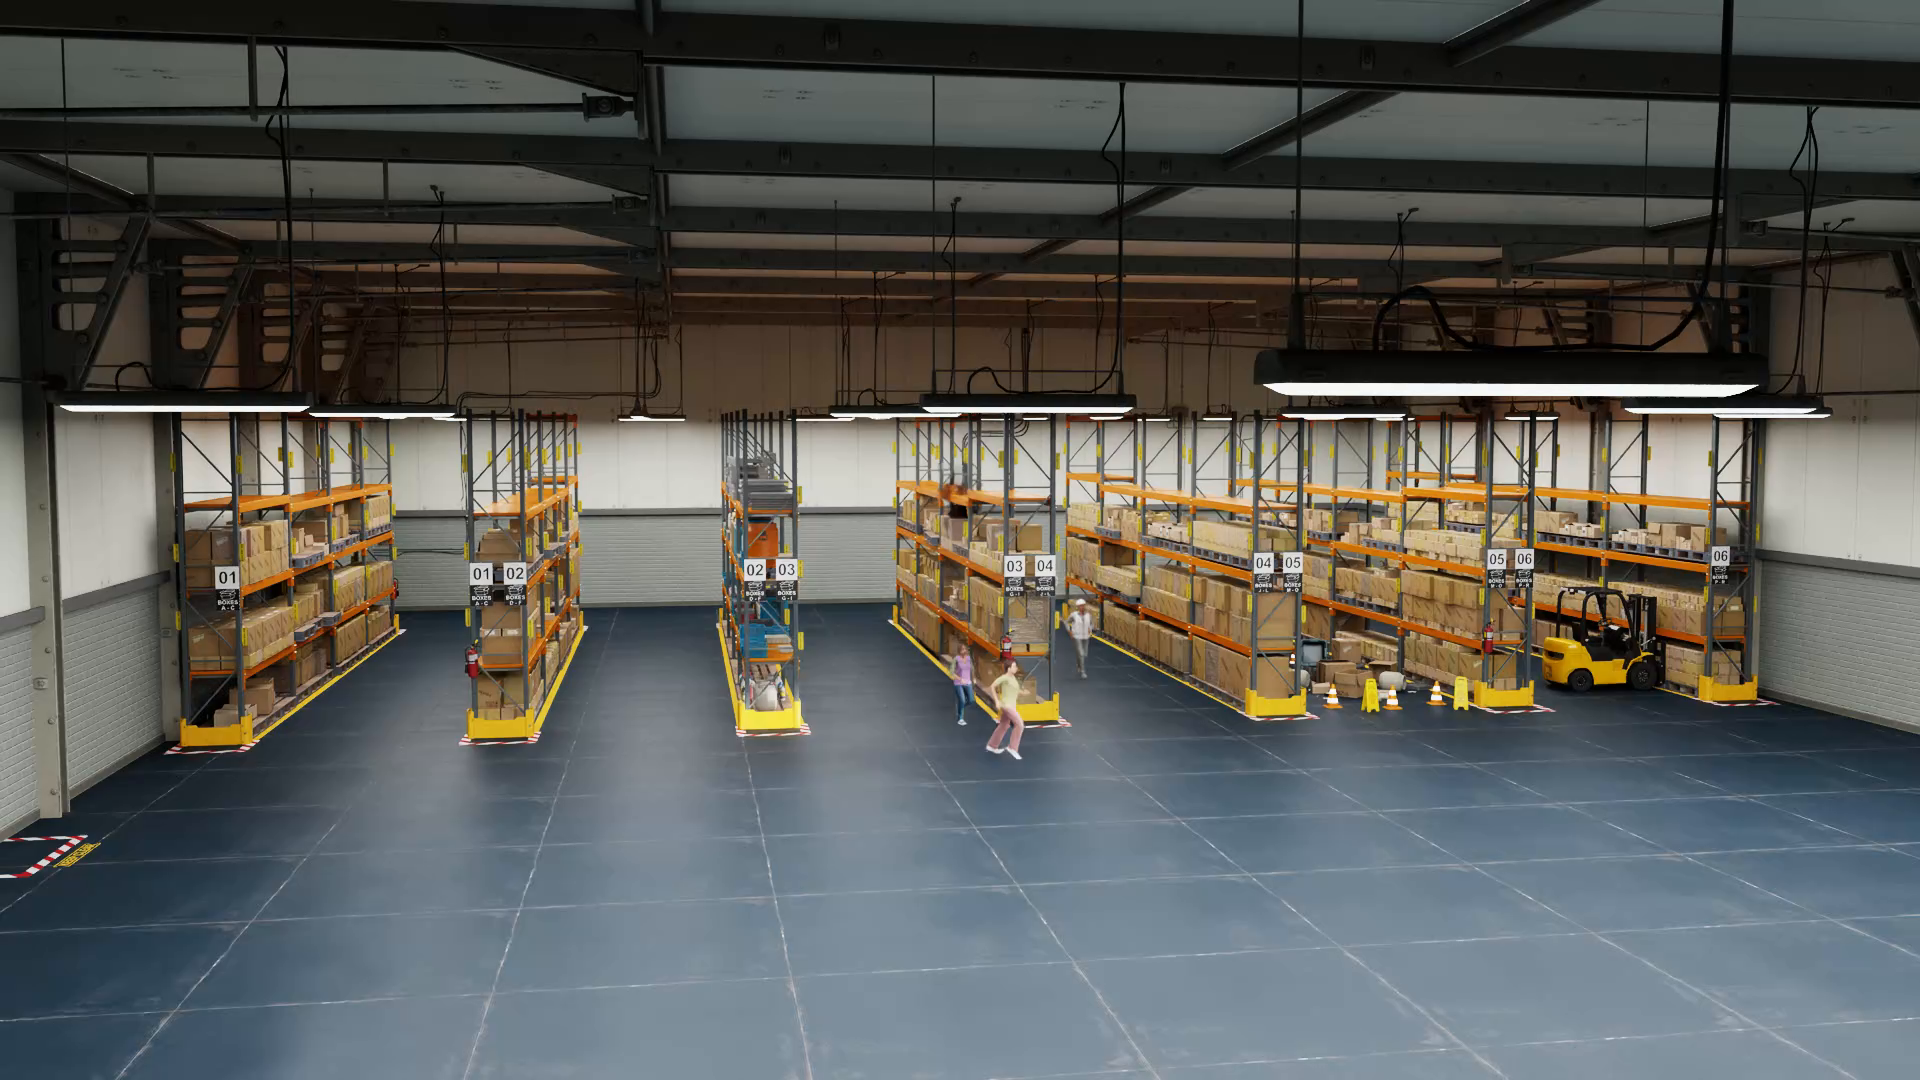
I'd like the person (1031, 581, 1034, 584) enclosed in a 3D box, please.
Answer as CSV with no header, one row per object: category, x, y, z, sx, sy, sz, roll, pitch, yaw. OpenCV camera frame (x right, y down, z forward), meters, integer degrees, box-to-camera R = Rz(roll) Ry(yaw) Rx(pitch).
person,1.879,1.594,48.007,0.543,1.535,0.603,0,4,7

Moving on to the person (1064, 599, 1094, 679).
person,2.718,2.212,37.612,0.678,1.763,0.835,-1,4,-20

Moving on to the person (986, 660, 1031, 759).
person,0.821,2.901,28.517,0.801,1.714,0.540,1,4,17

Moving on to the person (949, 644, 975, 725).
person,0.058,2.739,31.612,0.589,1.546,0.574,-2,5,-29
